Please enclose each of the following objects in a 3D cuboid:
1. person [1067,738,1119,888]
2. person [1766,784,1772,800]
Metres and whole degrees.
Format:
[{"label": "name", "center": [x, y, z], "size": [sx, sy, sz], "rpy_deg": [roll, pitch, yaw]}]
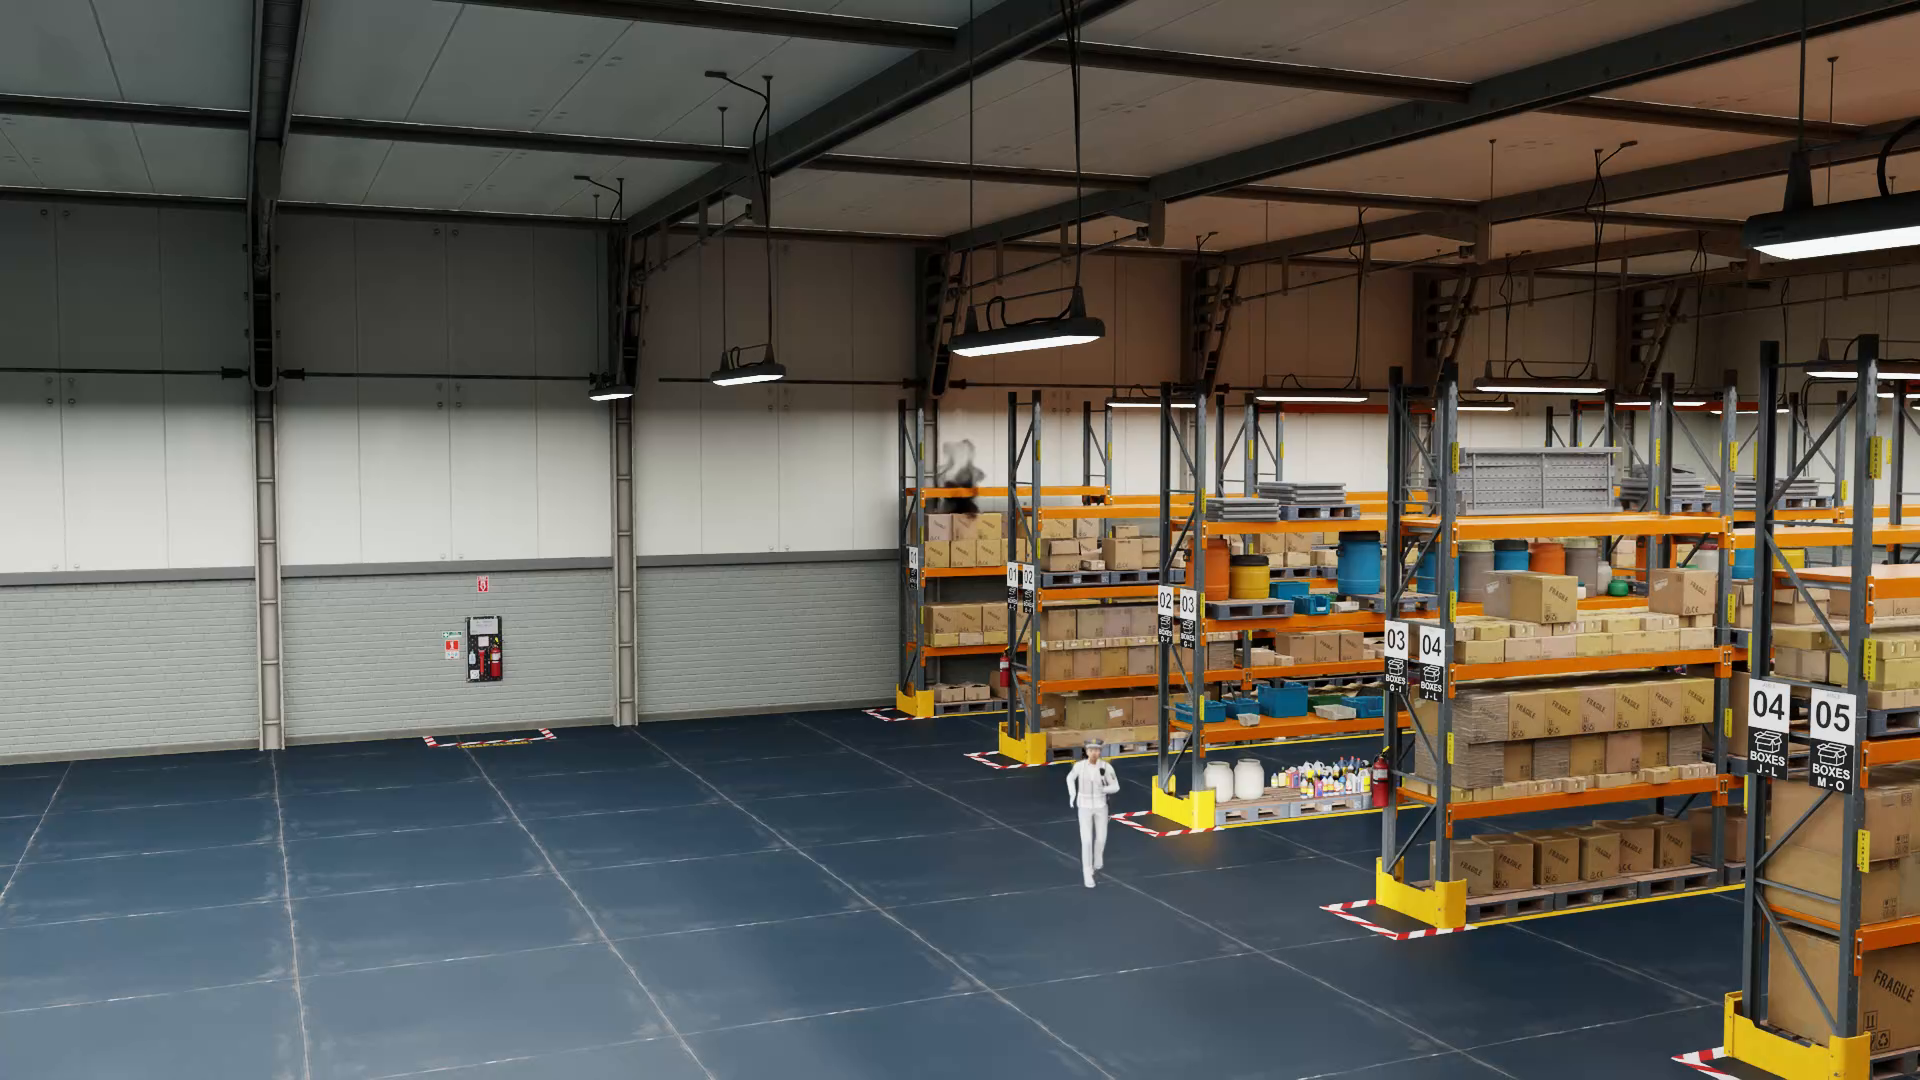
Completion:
[{"label": "person", "center": [1.565, 3.151, 19.558], "size": [0.613, 1.678, 0.941], "rpy_deg": [0, 3, 2]}, {"label": "person", "center": [11.053, 2.964, 22.711], "size": [0.821, 1.772, 0.633], "rpy_deg": [-1, 4, -20]}]
